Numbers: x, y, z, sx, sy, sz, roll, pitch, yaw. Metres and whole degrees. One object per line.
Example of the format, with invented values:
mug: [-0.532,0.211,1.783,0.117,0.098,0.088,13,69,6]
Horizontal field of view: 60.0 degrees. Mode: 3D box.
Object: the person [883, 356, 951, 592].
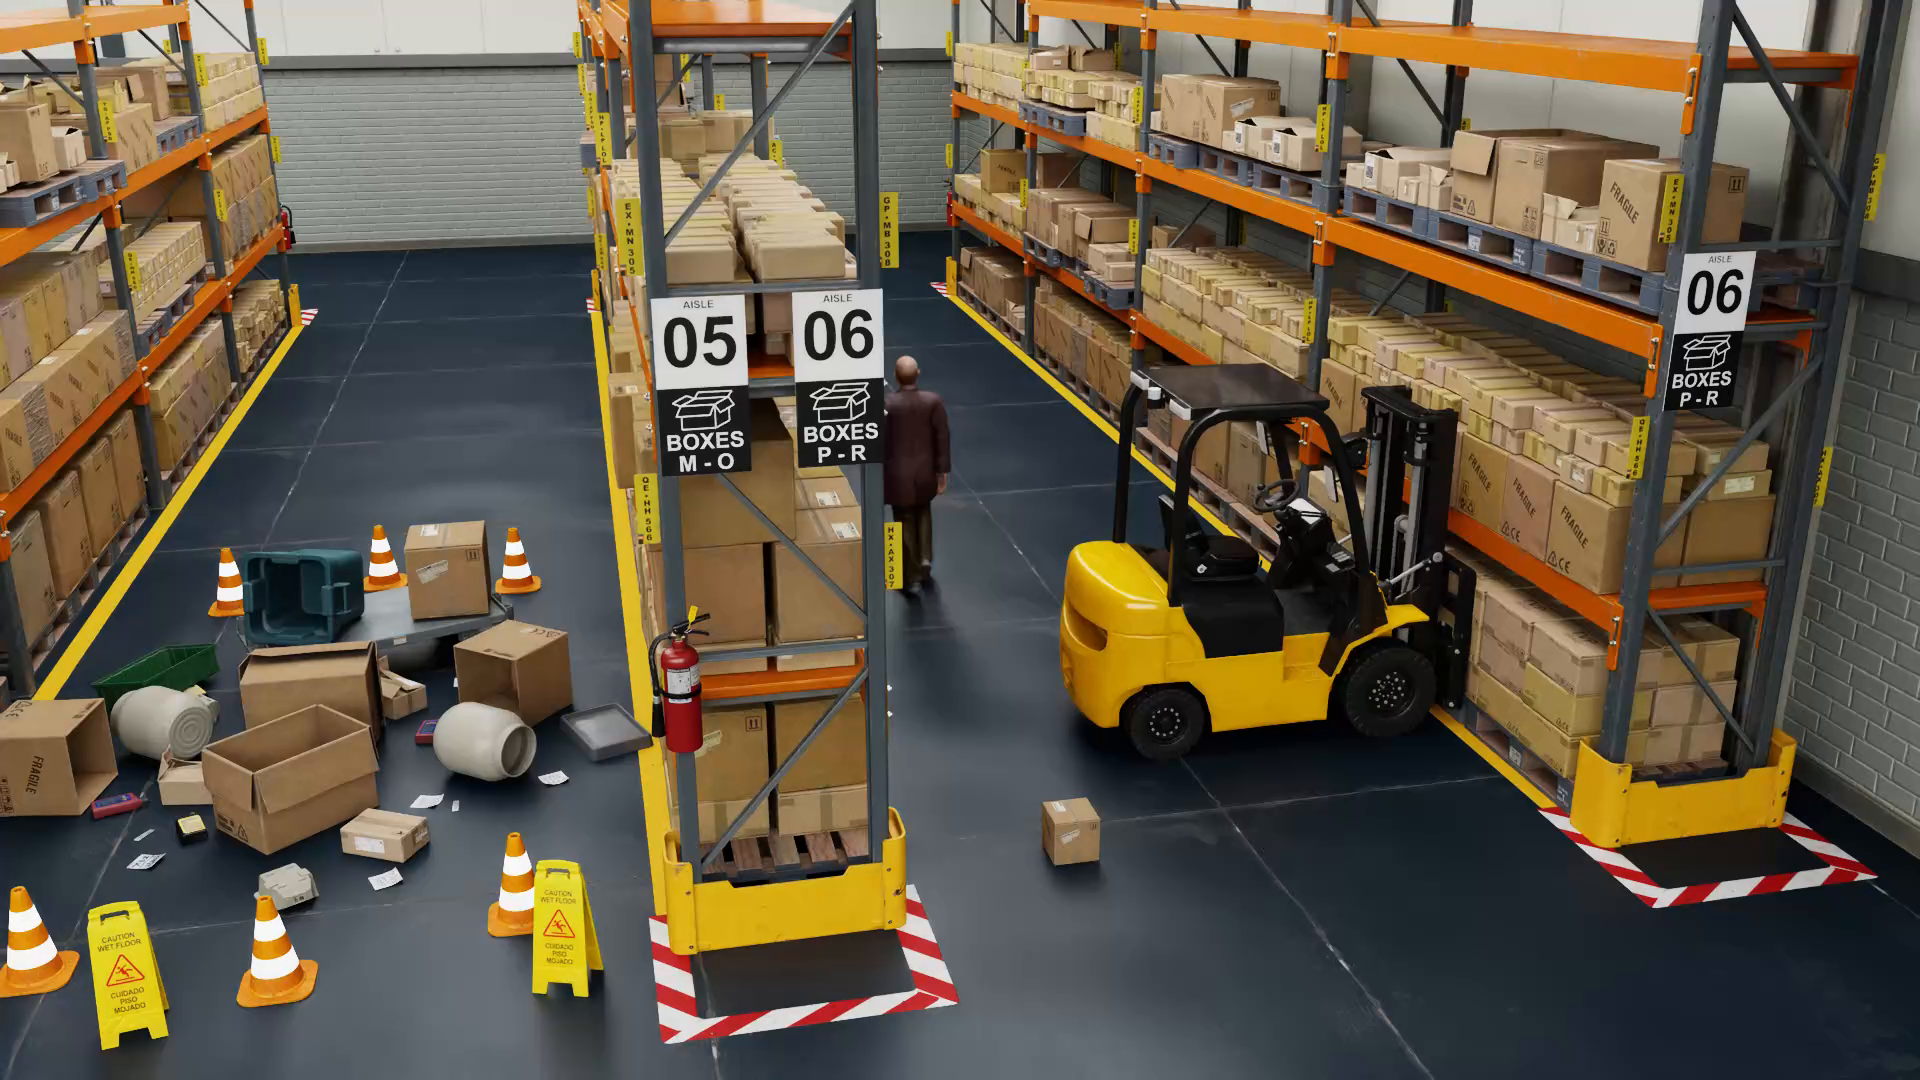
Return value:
person: [-0.378,-0.478,12.483,0.583,1.843,0.564,-6,20,-16]
